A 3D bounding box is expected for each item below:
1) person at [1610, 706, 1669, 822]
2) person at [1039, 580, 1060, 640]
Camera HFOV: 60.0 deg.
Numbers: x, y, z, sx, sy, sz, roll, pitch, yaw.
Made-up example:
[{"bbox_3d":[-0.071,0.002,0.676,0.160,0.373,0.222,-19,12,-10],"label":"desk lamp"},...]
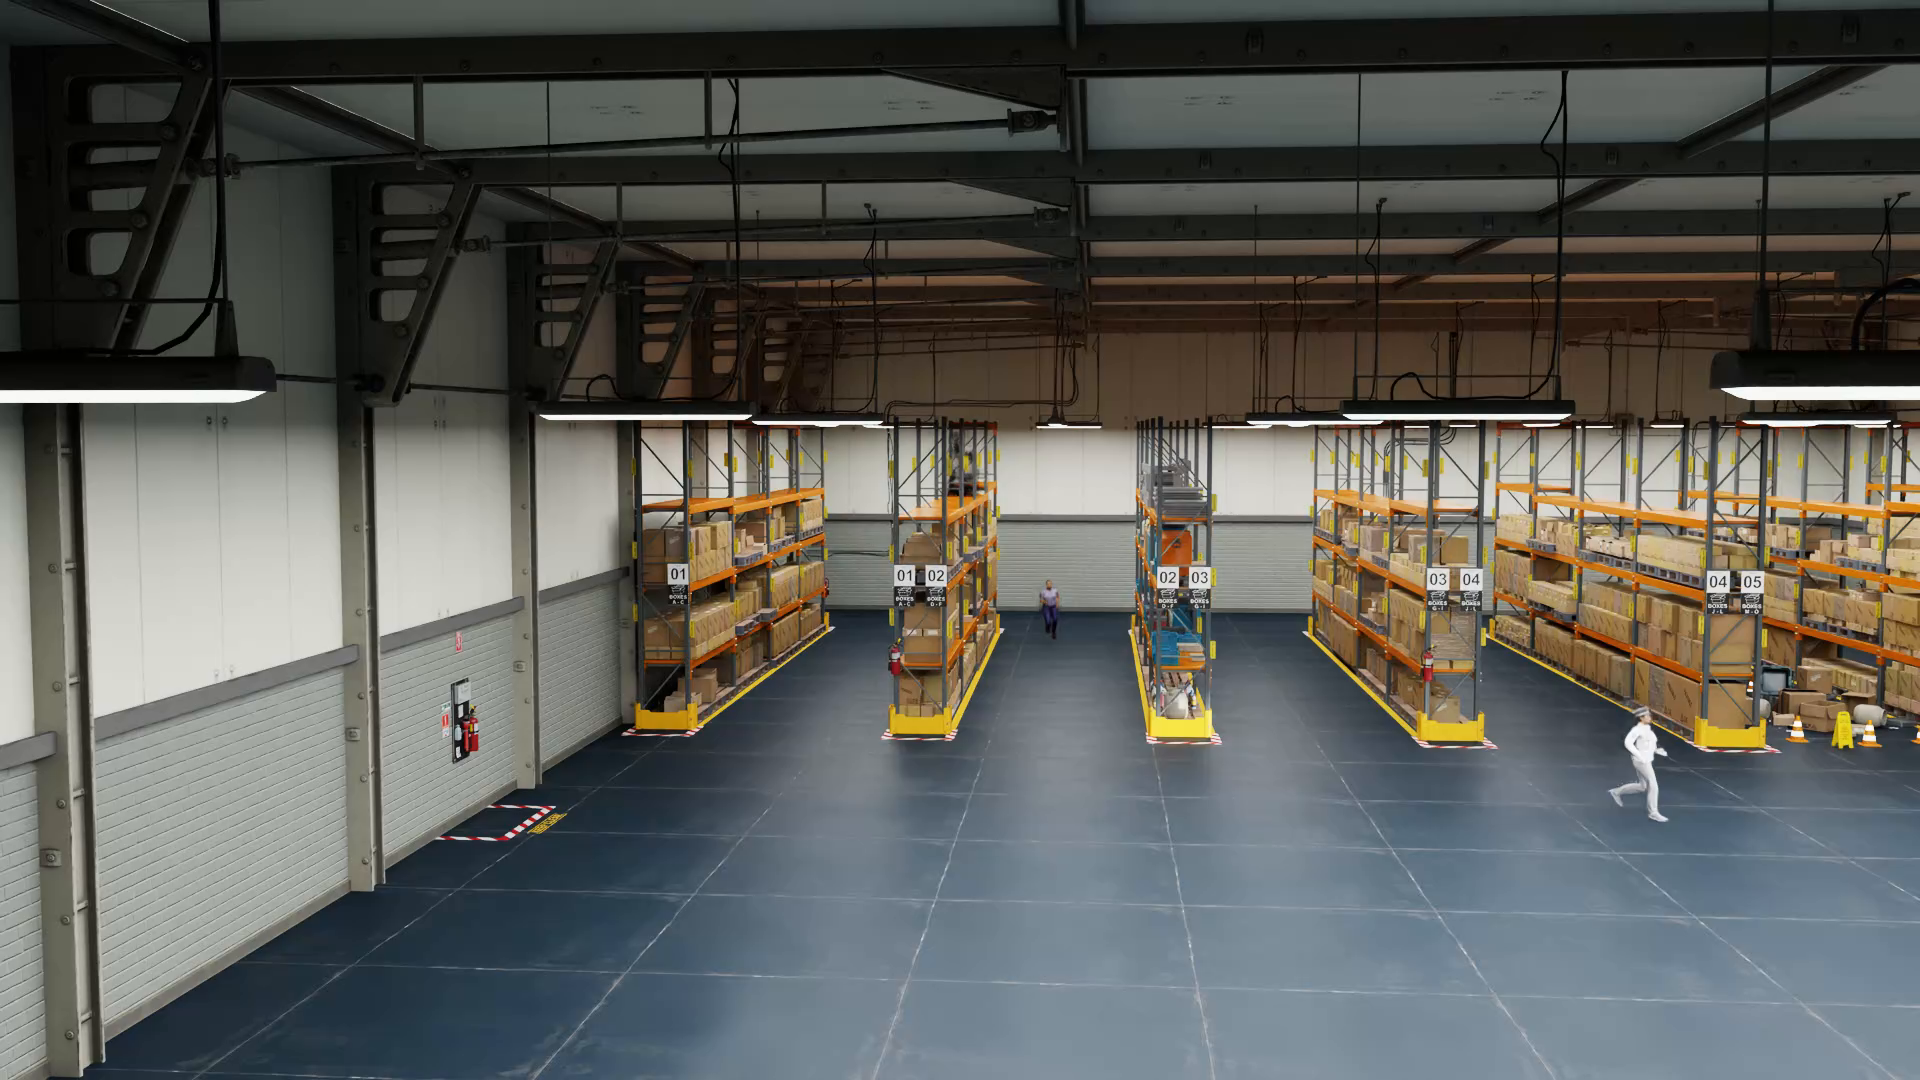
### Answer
[{"bbox_3d":[10.054,3.288,24.597,0.843,1.696,0.618,2,4,33],"label":"person"},{"bbox_3d":[2.409,1.870,44.606,0.580,1.606,0.686,0,4,-2],"label":"person"}]
